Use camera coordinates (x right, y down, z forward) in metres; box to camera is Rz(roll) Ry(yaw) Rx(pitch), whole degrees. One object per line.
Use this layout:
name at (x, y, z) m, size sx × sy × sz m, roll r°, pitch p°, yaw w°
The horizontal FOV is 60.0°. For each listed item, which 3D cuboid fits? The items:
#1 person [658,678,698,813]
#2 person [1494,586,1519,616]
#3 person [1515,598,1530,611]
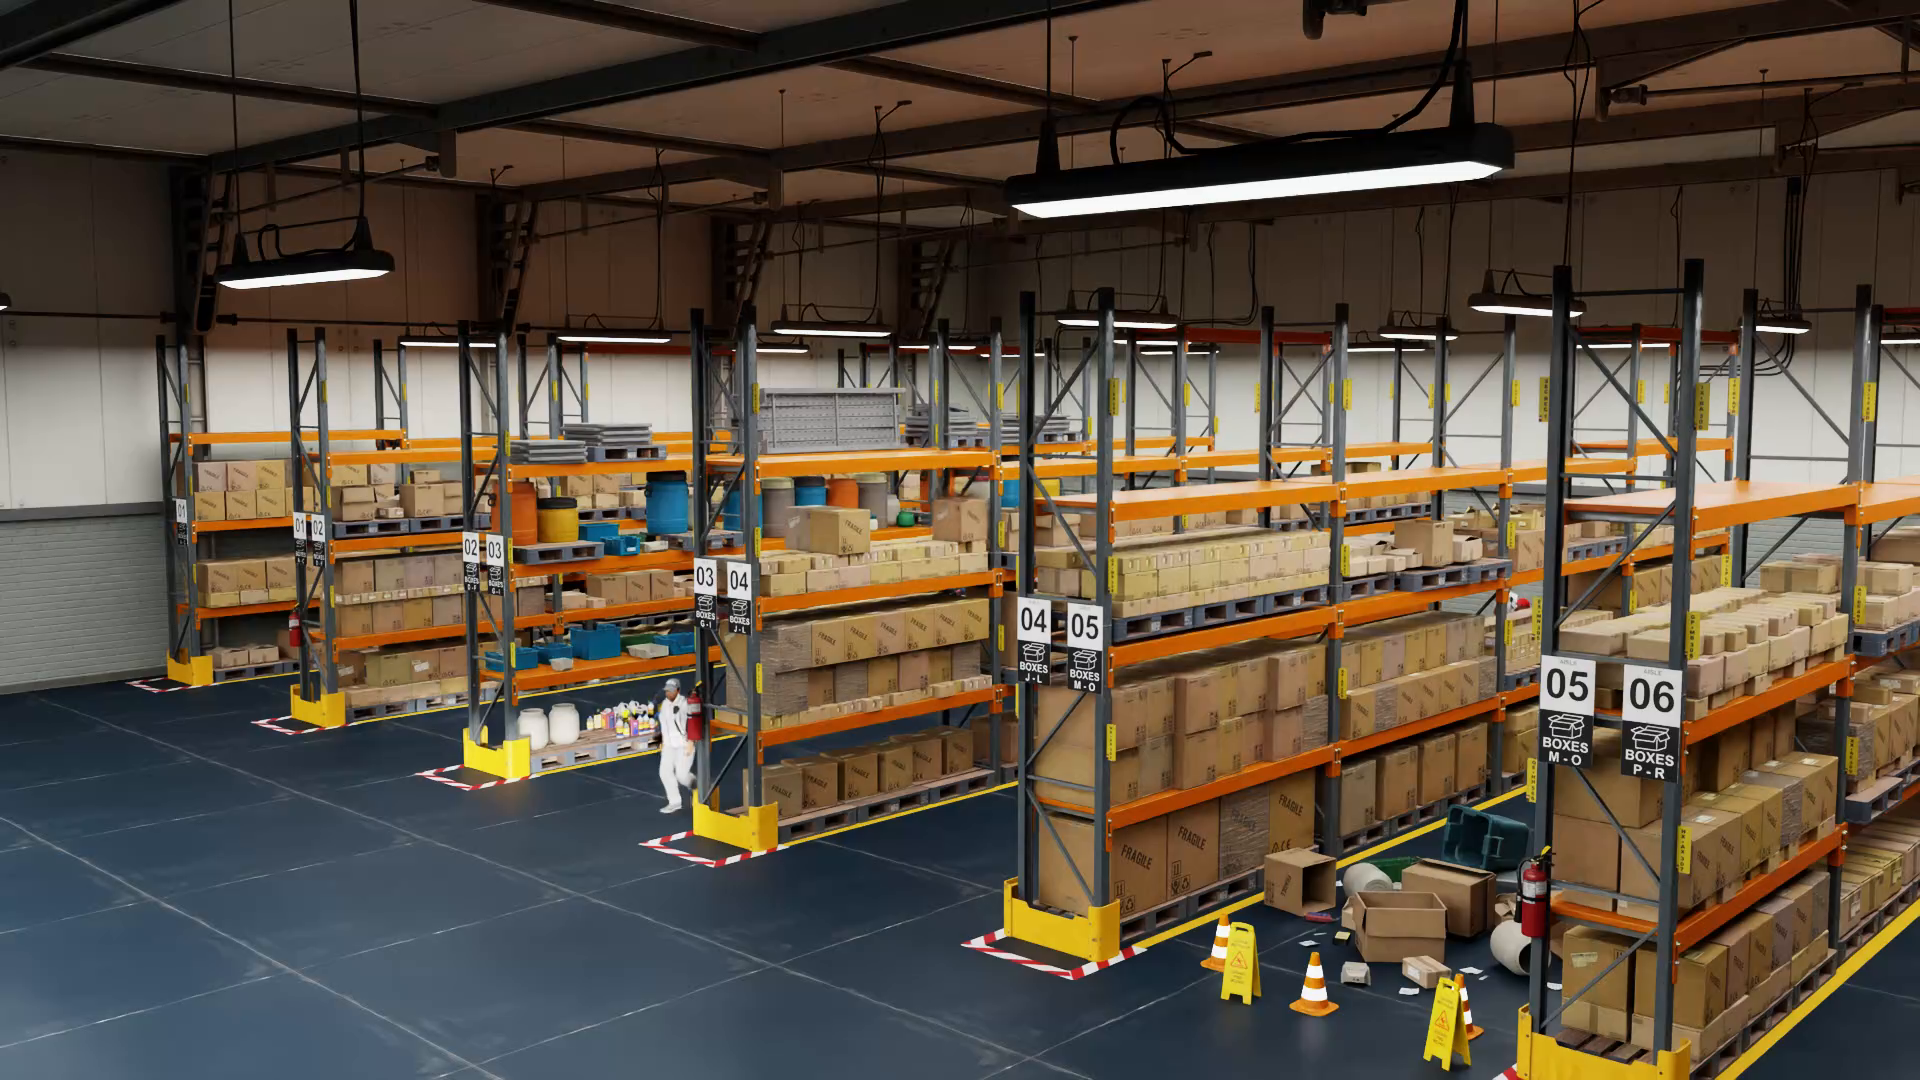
person at (-3.377, 2.469, 20.130) m, size 0.560 × 1.648 × 0.595 m, roll 4°, pitch 7°, yaw 35°
person at (9.943, 1.494, 30.256) m, size 0.449 × 1.616 × 1.065 m, roll 2°, pitch 6°, yaw 17°
person at (9.301, 1.770, 27.285) m, size 0.642 × 1.686 × 0.665 m, roll -4°, pitch 7°, yaw -39°
